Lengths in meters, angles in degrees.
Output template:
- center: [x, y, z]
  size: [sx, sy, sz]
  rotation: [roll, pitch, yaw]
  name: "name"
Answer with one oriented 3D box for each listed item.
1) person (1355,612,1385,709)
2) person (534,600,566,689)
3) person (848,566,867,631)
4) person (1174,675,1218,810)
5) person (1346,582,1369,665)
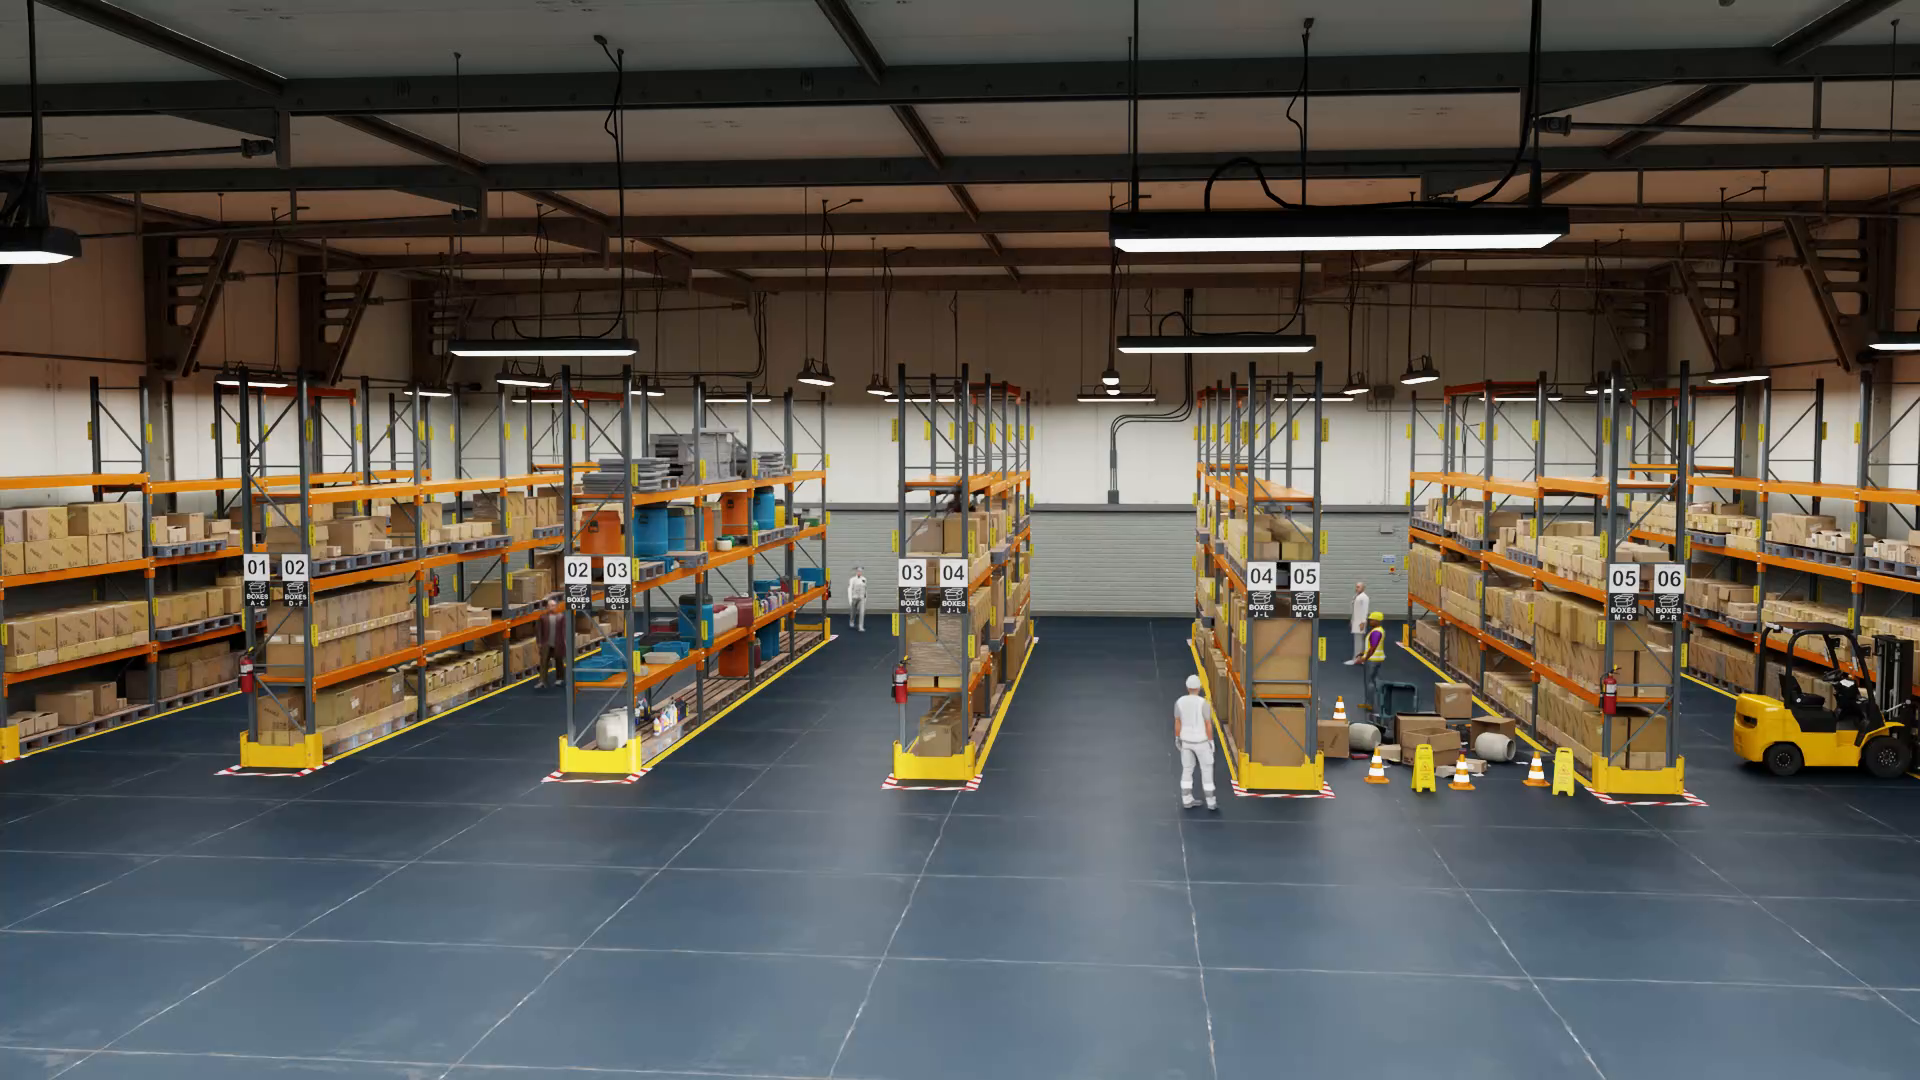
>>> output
- center: [7.419, 2.177, 30.177]
  size: [0.650, 1.770, 0.636]
  rotation: [-3, 5, -41]
  name: "person"
- center: [-7.947, 2.130, 32.451]
  size: [0.728, 1.513, 1.146]
  rotation: [0, 4, 3]
  name: "person"
- center: [-2.597, 1.467, 42.092]
  size: [0.501, 1.642, 0.974]
  rotation: [-1, 4, -12]
  name: "person"
- center: [3.163, 2.683, 22.180]
  size: [0.511, 1.797, 0.566]
  rotation: [-3, 5, -41]
  name: "person"
- center: [8.629, 1.803, 36.121]
  size: [0.482, 1.783, 0.633]
  rotation: [1, 4, 10]
  name: "person"
